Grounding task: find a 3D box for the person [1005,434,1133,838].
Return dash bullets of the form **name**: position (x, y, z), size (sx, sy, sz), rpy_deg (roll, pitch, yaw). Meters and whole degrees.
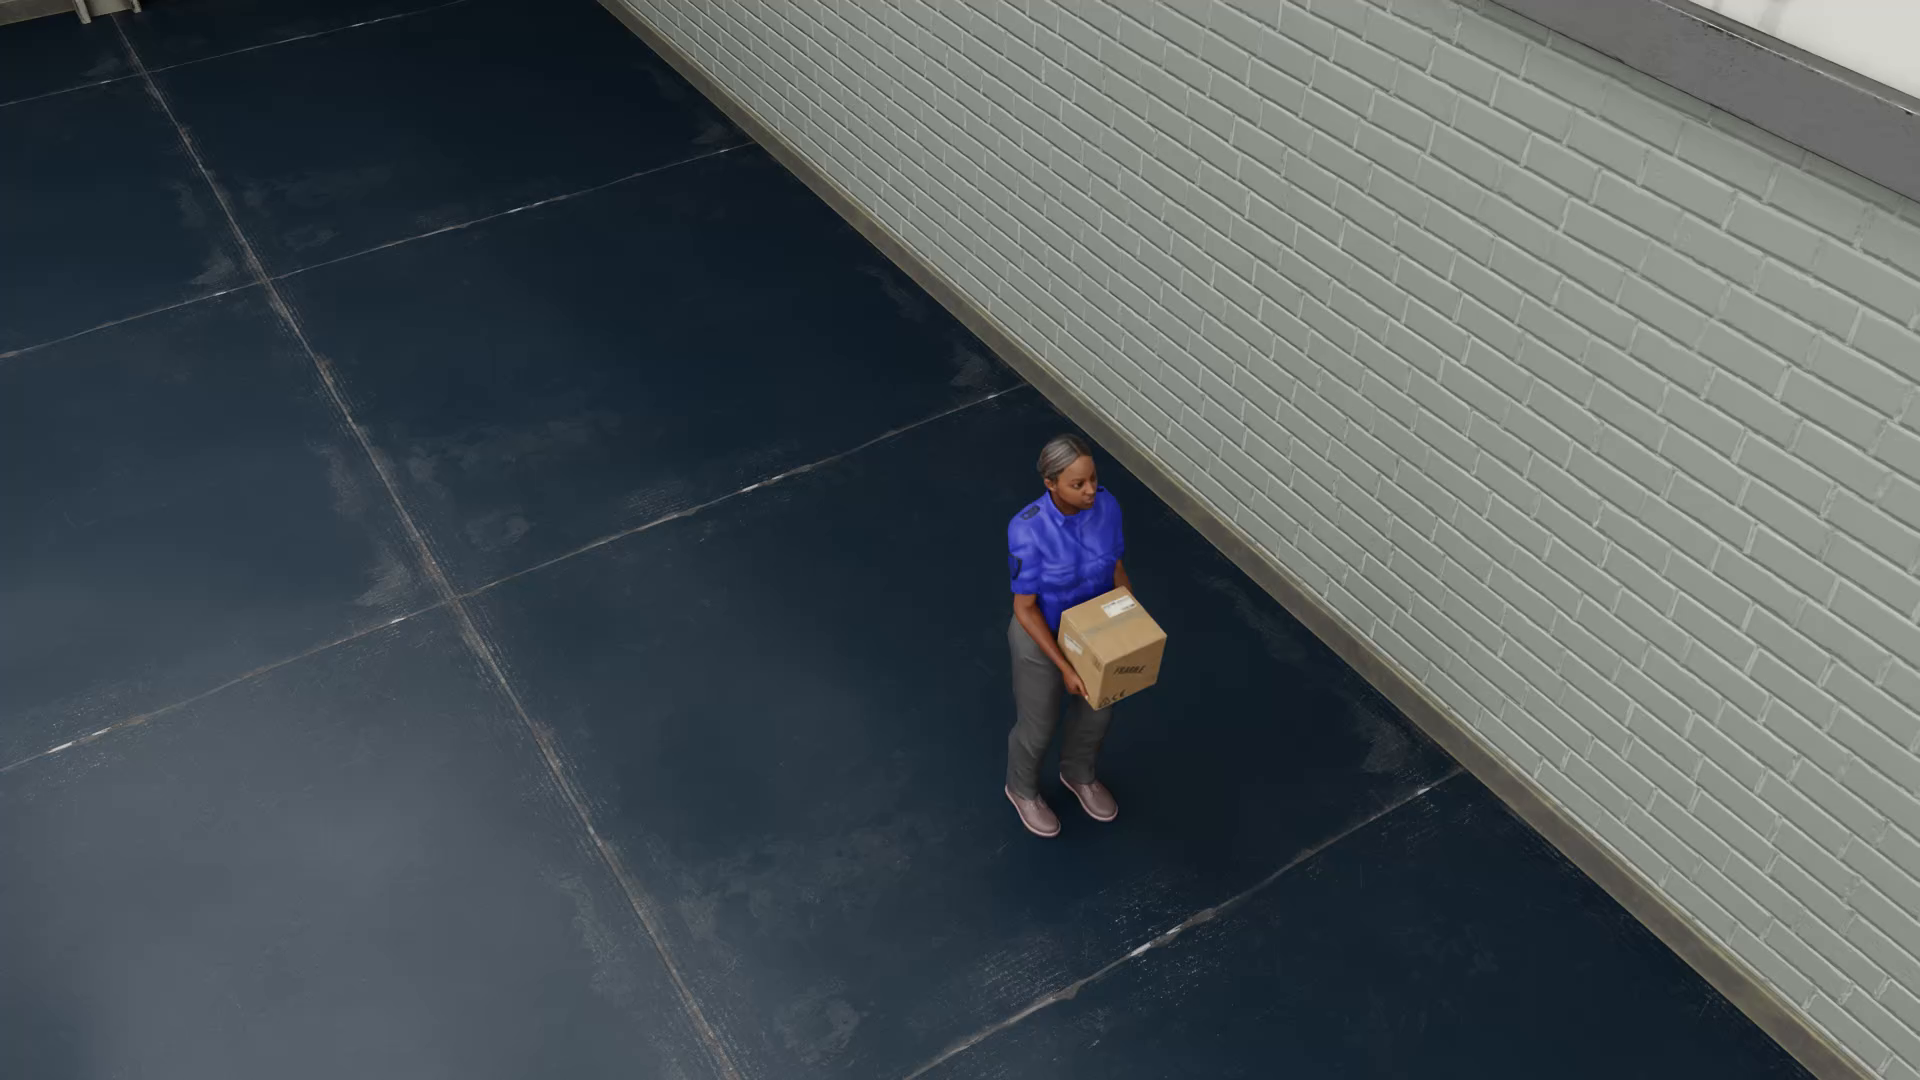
- **person**: position (0.399, 0.385, 5.727), size (0.451, 1.648, 0.516), rpy_deg (-22, 46, -23)
